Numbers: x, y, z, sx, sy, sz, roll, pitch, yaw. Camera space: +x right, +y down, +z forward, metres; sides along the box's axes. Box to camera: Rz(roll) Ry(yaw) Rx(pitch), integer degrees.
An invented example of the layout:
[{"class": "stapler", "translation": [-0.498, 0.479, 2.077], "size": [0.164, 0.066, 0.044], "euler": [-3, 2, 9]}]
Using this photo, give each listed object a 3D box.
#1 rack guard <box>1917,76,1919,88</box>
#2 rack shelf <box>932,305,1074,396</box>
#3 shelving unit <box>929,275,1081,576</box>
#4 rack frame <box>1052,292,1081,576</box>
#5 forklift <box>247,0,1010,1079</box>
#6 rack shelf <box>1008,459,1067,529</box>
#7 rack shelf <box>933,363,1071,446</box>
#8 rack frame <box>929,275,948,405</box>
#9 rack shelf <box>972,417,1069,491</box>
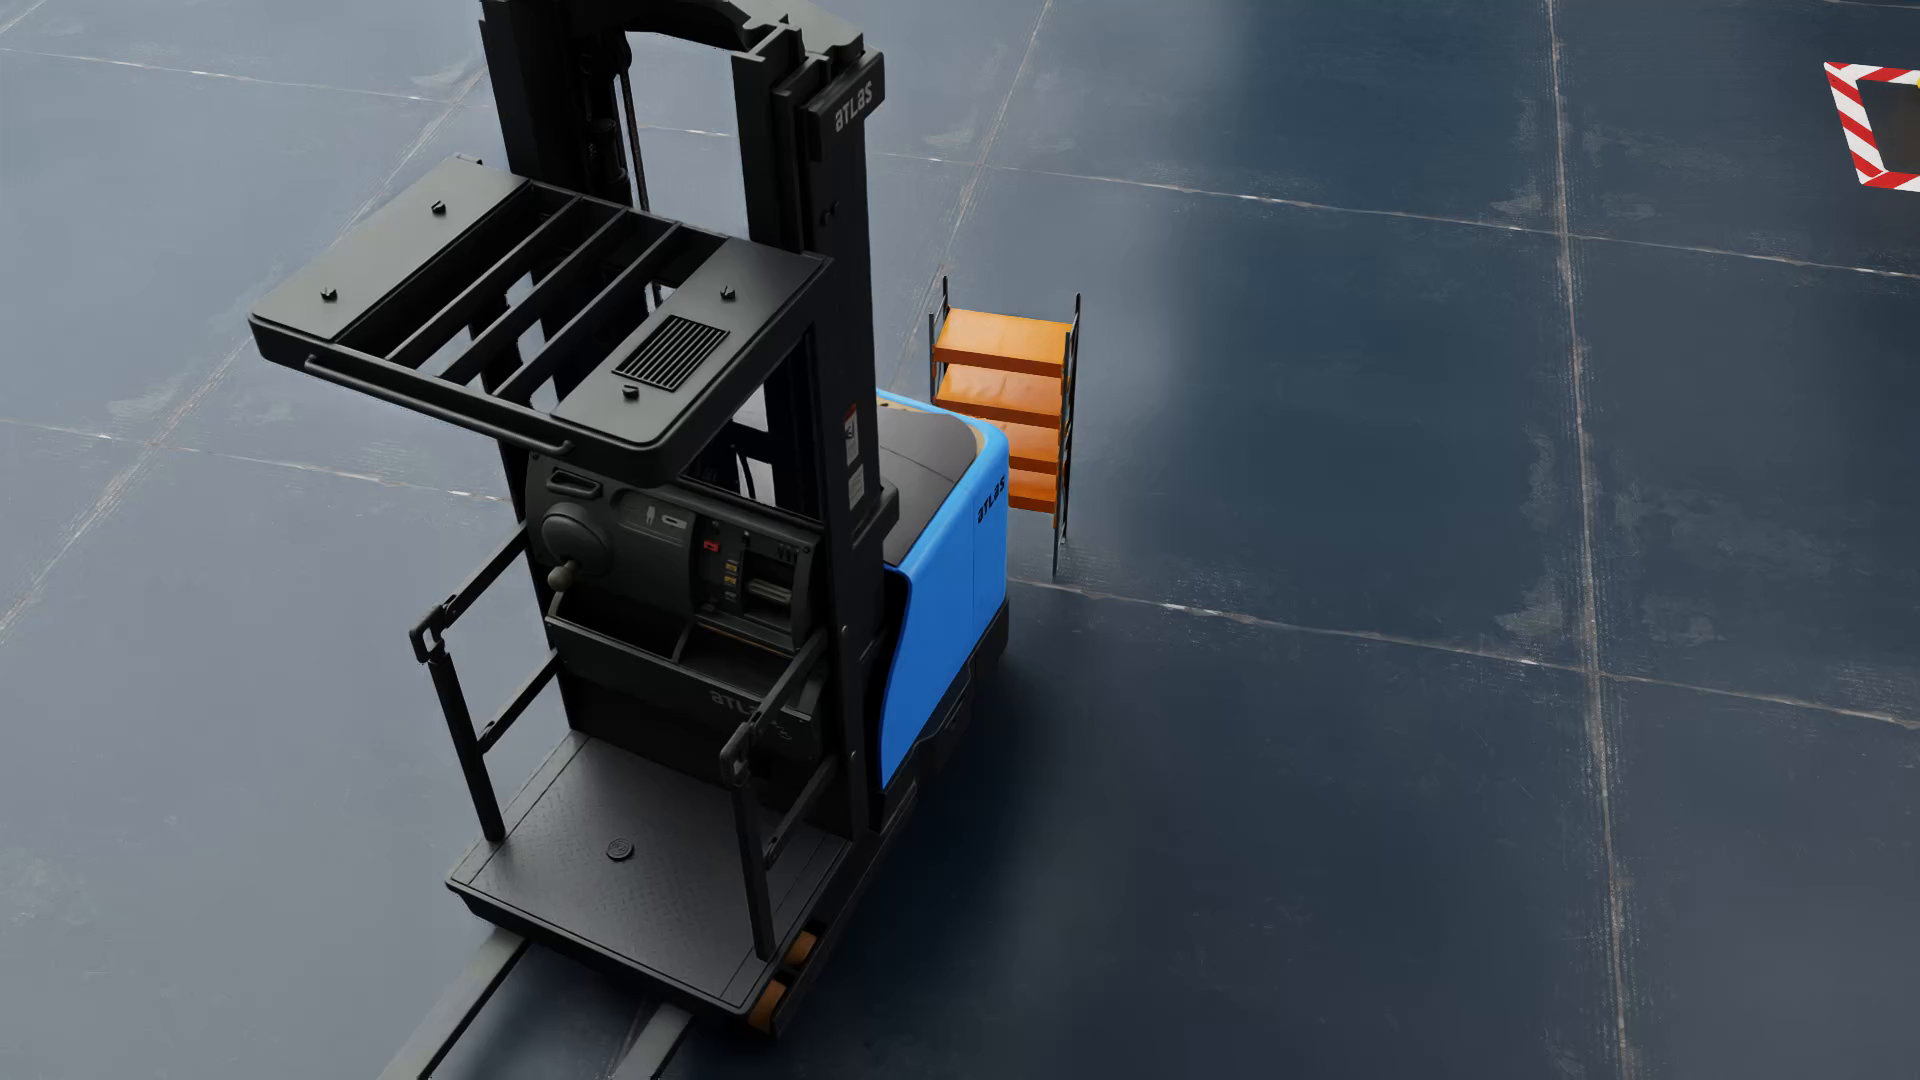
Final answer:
[{"class": "rack guard", "translation": [5.492, -2.399, 8.881], "size": [0.348, 0.500, 1.175], "euler": [9, 45, 9]}, {"class": "rack shelf", "translation": [0.162, -0.690, 6.035], "size": [0.480, 0.148, 0.258], "euler": [9, 45, 9]}, {"class": "shelving unit", "translation": [0.162, -0.407, 6.308], "size": [0.503, 1.200, 0.258], "euler": [9, 45, 9]}, {"class": "rack frame", "translation": [0.400, -0.370, 6.269], "size": [0.015, 1.200, 0.240], "euler": [9, 45, 9]}, {"class": "forklift", "translation": [-0.910, 0.119, 4.513], "size": [1.130, 2.935, 3.031], "euler": [18, 47, 18]}, {"class": "rack shelf", "translation": [0.162, -0.216, 6.492], "size": [0.480, 0.148, 0.258], "euler": [9, 45, 9]}, {"class": "rack shelf", "translation": [0.162, -0.520, 6.199], "size": [0.480, 0.148, 0.258], "euler": [9, 45, 9]}, {"class": "rack frame", "translation": [-0.077, -0.444, 6.346], "size": [0.015, 1.200, 0.240], "euler": [9, 45, 9]}, {"class": "rack shelf", "translation": [0.162, -0.359, 6.355], "size": [0.480, 0.148, 0.258], "euler": [9, 45, 9]}]
